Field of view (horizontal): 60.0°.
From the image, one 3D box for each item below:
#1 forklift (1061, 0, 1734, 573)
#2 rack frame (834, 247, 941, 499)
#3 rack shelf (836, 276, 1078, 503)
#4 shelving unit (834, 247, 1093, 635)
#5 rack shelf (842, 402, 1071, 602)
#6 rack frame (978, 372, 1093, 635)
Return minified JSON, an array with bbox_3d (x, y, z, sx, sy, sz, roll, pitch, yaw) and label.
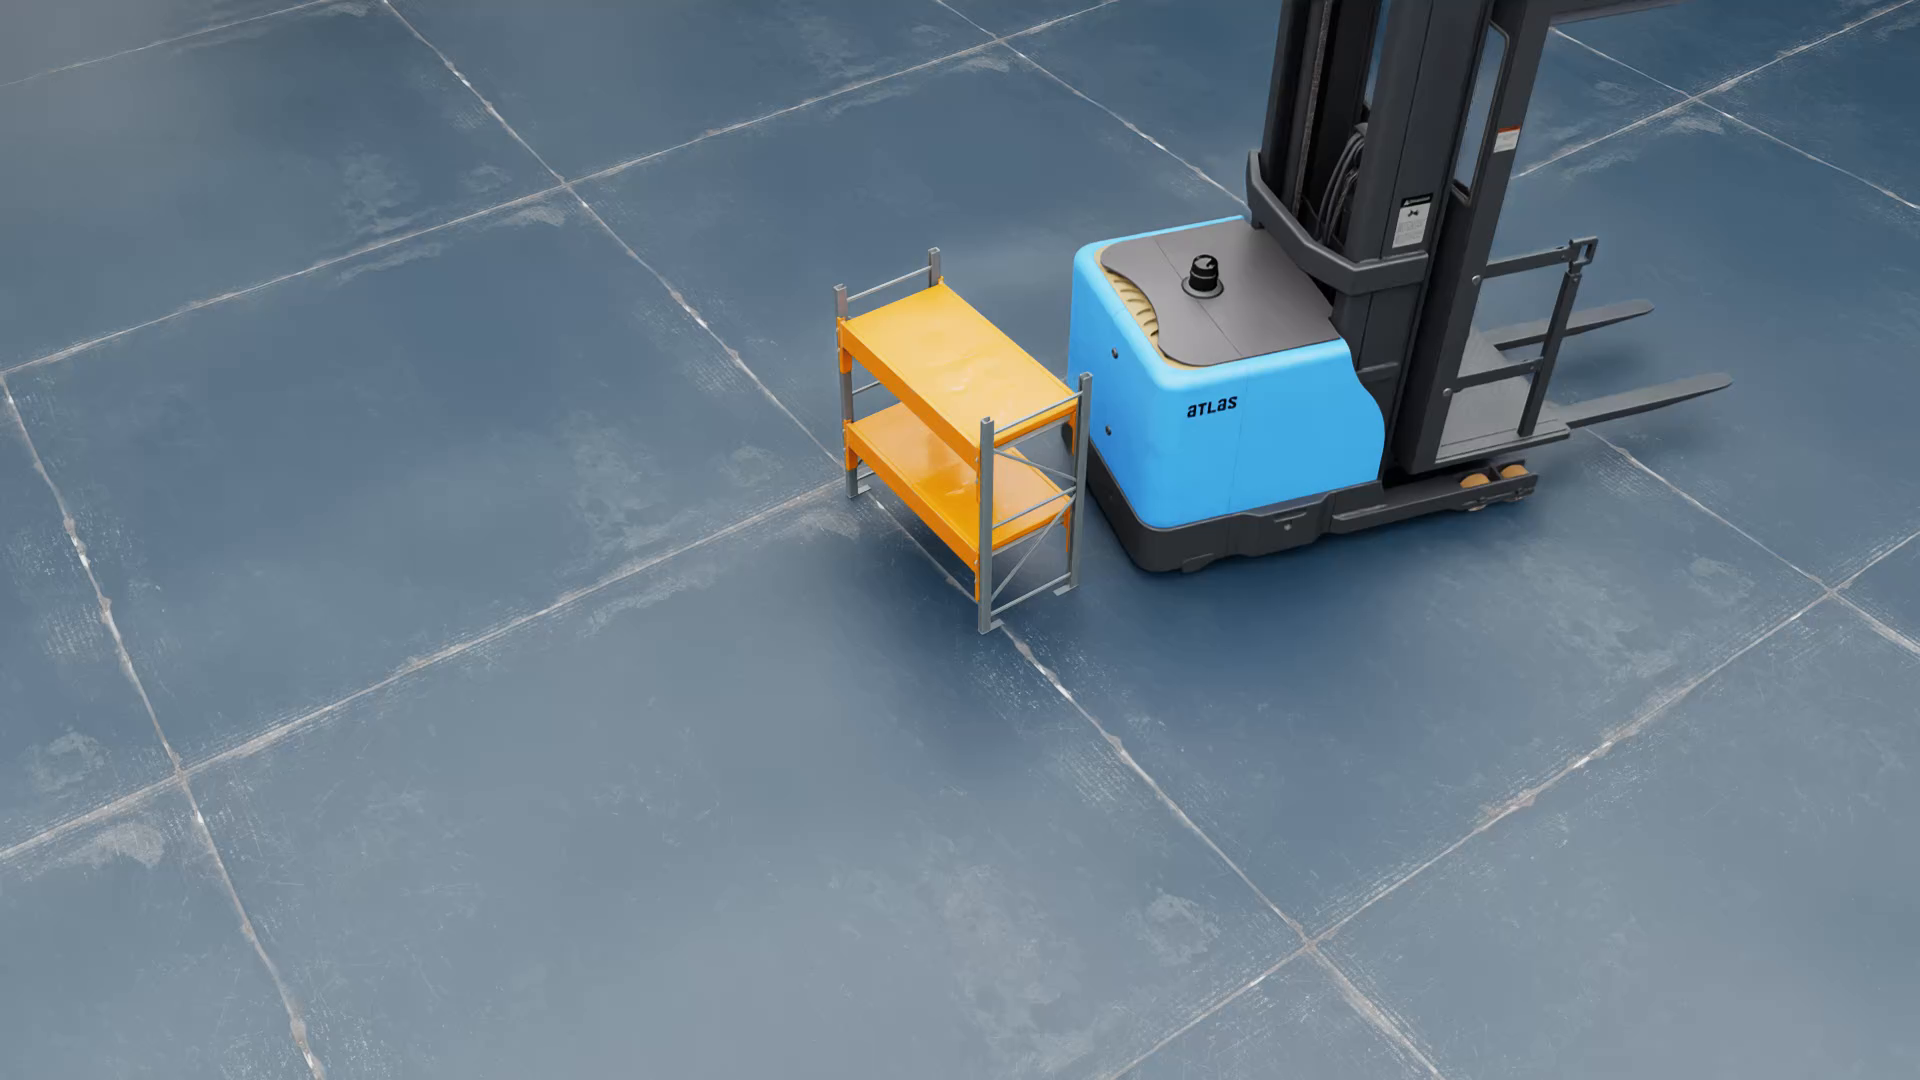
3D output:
[{"bbox_3d":[2.039,-1.524,6.715,3.031,2.935,1.130,-13,45,-13],"label":"forklift"},{"bbox_3d":[-0.295,-0.699,7.158,0.500,1.125,0.032,-26,49,-24],"label":"rack frame"},{"bbox_3d":[-0.004,-0.622,6.654,0.538,0.278,1.000,-26,49,-24],"label":"rack shelf"},{"bbox_3d":[-0.004,-0.411,6.857,0.538,1.125,1.048,-26,49,-24],"label":"shelving unit"},{"bbox_3d":[-0.004,-0.234,7.025,0.538,0.278,1.000,-26,49,-24],"label":"rack shelf"},{"bbox_3d":[0.287,-0.123,6.555,0.500,1.125,0.032,-26,49,-24],"label":"rack frame"}]
